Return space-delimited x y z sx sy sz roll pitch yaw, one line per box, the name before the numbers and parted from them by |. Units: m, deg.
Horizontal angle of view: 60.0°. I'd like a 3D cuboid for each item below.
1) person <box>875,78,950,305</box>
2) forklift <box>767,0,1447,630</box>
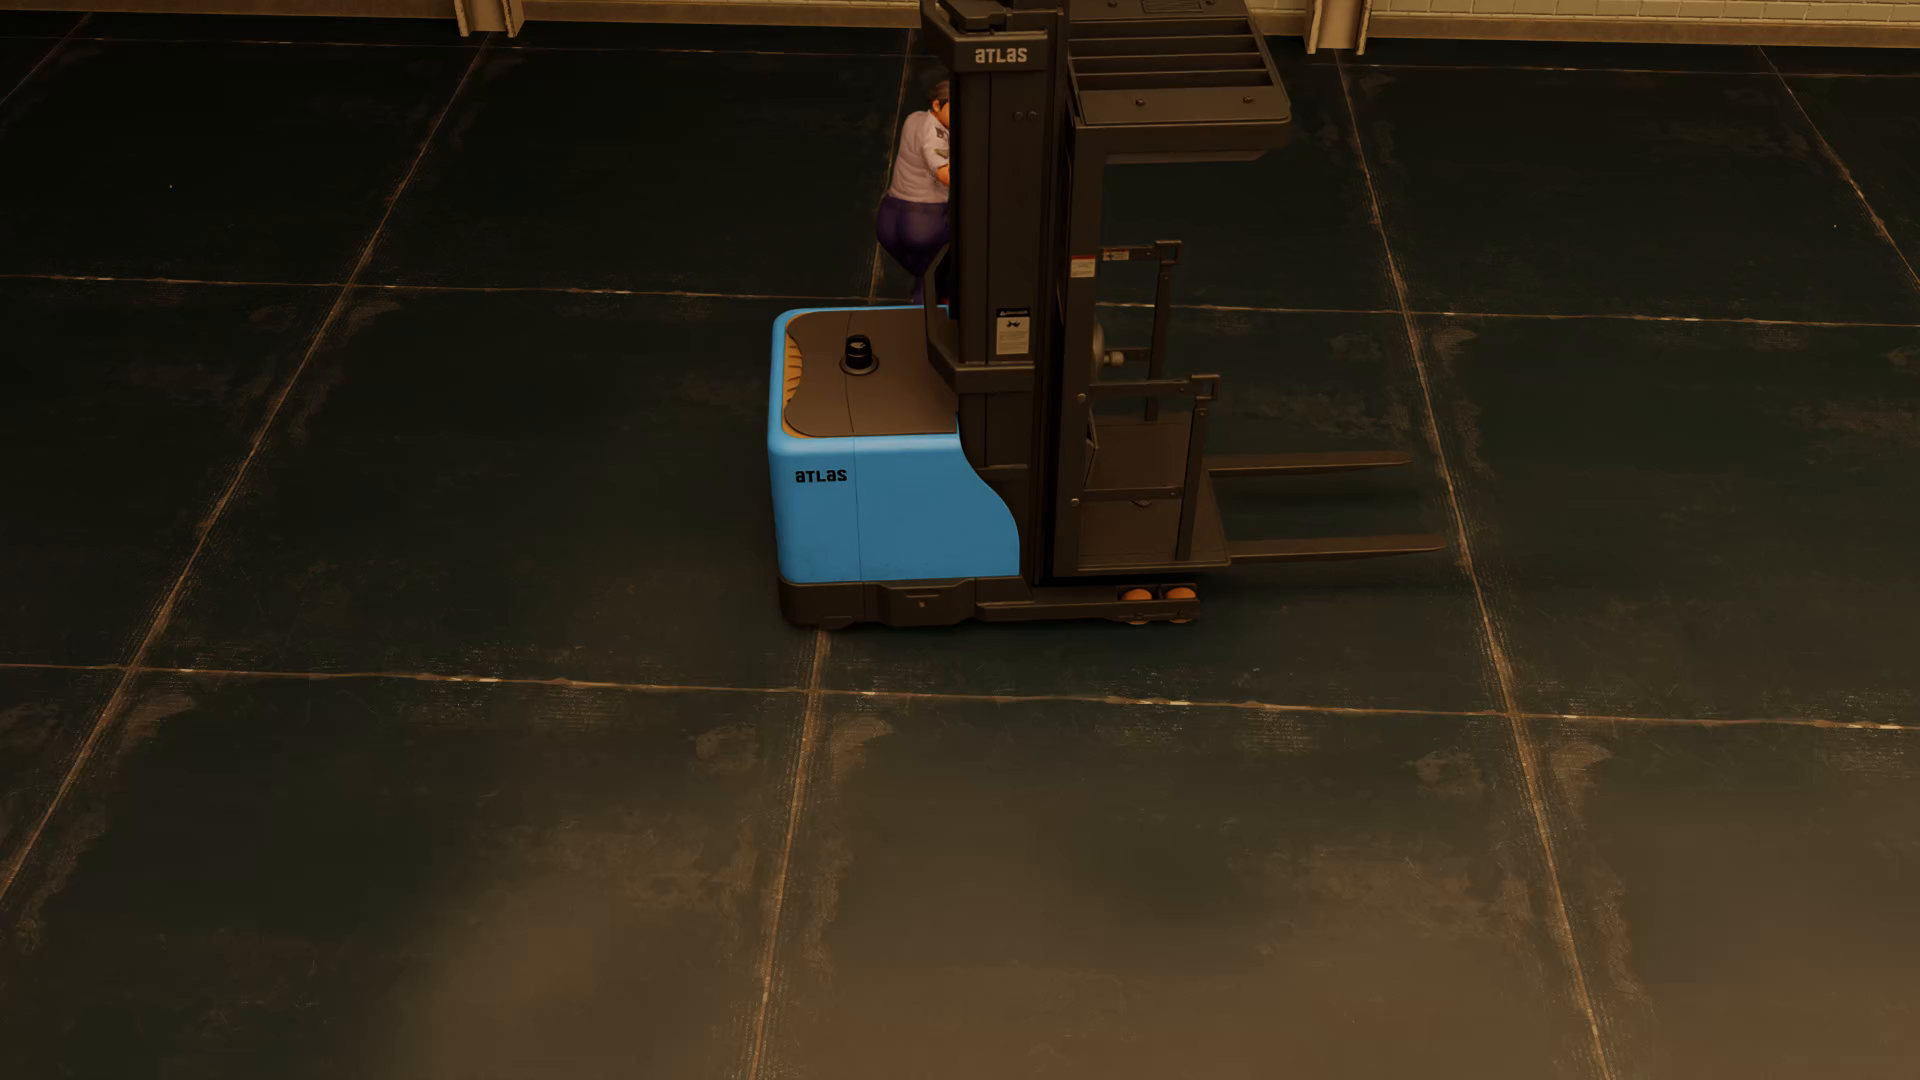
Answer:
person | 0.043 -1.744 8.764 0.805 1.417 1.061 30 50 28
forklift | 0.684 -1.057 6.901 3.031 2.935 1.130 -2 42 -2
